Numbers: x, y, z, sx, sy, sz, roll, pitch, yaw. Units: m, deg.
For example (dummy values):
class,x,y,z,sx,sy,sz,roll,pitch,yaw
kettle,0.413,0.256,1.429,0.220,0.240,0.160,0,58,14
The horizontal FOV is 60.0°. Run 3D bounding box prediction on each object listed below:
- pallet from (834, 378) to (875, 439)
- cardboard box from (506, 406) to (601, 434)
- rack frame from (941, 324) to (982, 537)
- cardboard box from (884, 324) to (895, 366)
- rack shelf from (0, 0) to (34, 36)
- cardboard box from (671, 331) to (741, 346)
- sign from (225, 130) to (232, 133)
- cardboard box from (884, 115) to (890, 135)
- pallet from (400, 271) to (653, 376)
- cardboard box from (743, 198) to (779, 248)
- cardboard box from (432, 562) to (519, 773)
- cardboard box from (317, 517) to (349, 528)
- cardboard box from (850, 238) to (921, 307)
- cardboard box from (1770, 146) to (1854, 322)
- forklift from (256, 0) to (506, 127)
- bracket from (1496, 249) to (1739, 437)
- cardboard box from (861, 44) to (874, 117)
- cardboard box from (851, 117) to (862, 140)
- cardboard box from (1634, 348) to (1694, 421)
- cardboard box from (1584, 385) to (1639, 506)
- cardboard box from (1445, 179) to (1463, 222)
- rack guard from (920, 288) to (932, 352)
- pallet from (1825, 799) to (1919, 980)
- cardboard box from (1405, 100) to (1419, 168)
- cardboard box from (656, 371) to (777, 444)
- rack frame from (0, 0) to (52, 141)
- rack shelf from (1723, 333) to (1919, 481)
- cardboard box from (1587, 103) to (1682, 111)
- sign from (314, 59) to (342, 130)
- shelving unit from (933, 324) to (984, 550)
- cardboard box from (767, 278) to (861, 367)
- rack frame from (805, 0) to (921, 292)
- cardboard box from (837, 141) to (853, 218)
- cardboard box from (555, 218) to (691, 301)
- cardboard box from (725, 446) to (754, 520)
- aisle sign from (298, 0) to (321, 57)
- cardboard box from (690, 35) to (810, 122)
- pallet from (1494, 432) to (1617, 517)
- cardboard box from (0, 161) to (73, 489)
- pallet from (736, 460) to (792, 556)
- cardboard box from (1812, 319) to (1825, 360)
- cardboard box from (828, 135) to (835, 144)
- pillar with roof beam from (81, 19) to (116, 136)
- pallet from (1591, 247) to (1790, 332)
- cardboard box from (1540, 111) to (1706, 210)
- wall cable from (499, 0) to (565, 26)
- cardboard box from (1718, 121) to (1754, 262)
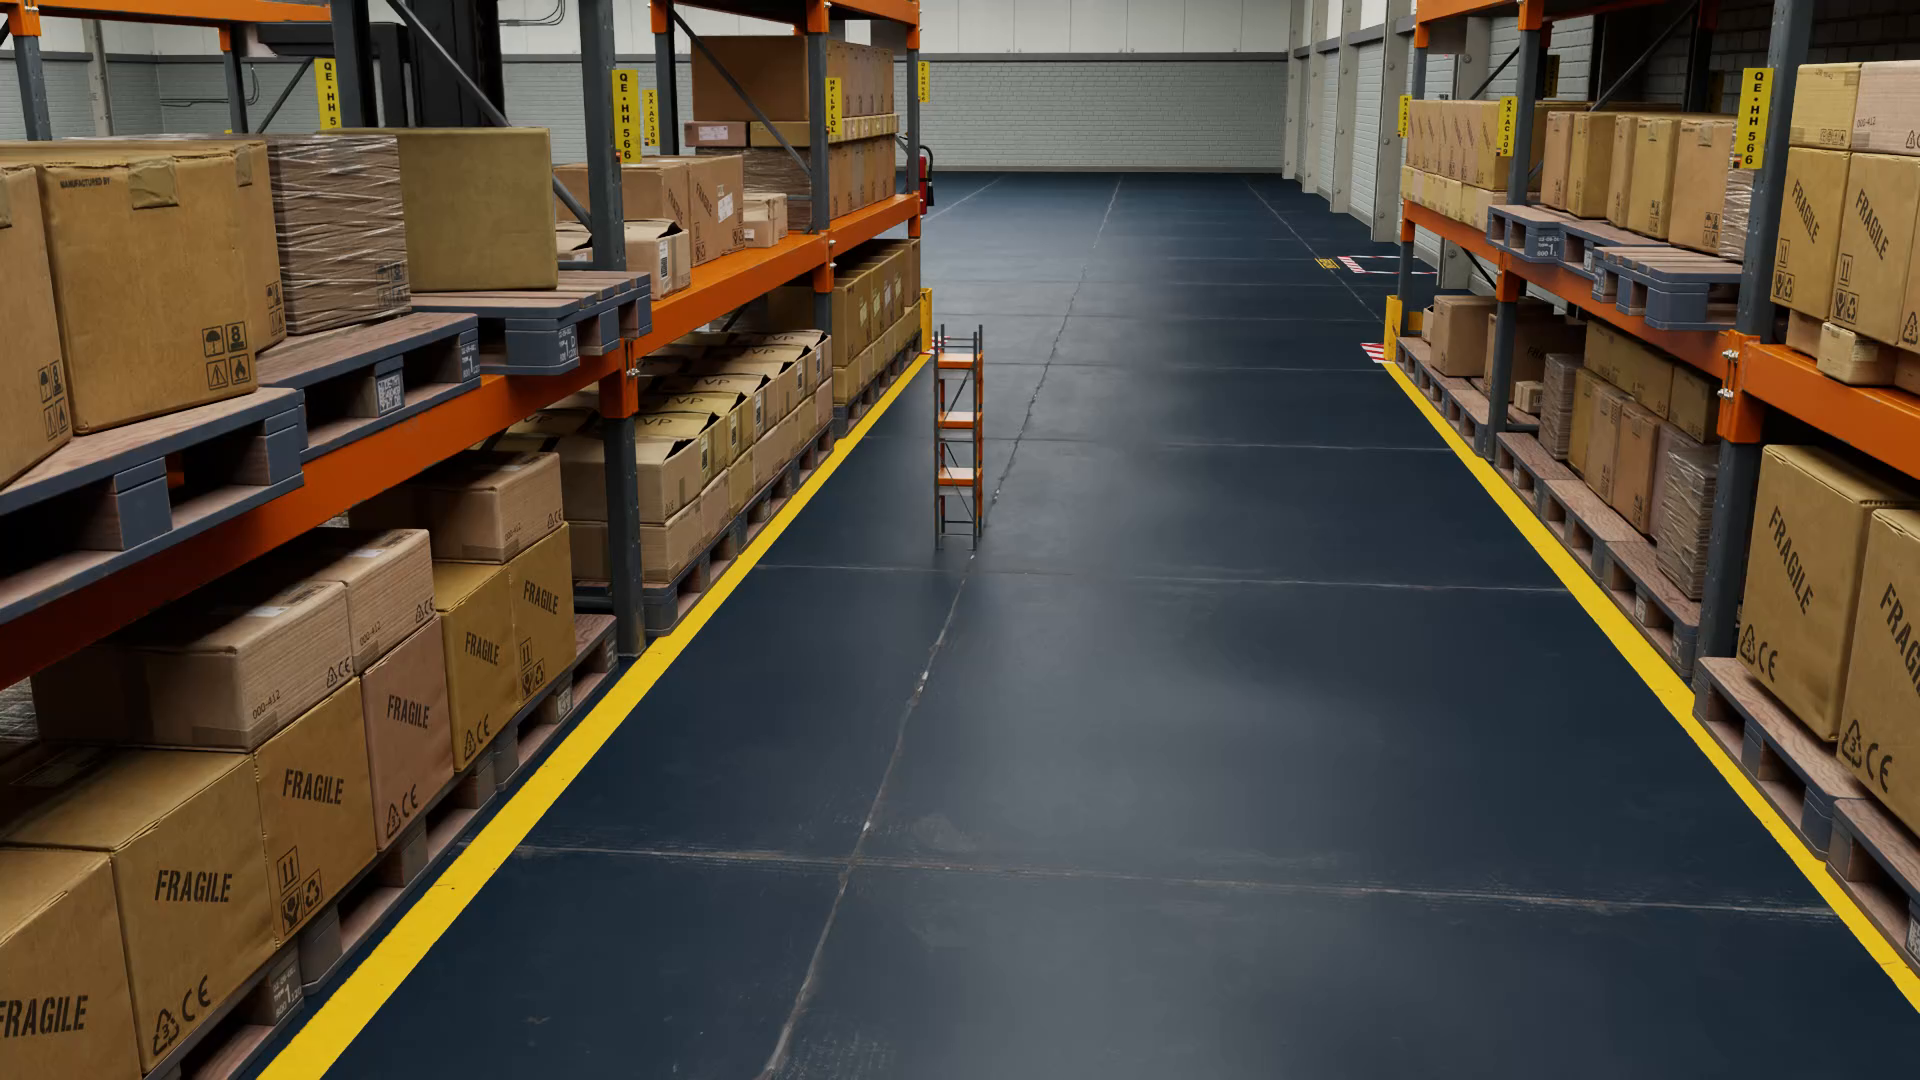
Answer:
class,x,y,z,sx,sy,sz,roll,pitch,yaw
pallet,-1.157,-0.909,11.120,1.003,0.211,1.213,2,15,6
cardboard box,-1.873,-0.437,7.420,0.500,0.311,0.500,1,15,5
rack frame,0.008,-0.525,8.091,0.200,1.050,0.008,2,15,6
cardboard box,-0.761,-1.426,12.152,0.500,0.250,0.500,2,15,6
rack shelf,-6.435,-2.779,8.325,1.077,0.370,4.000,2,15,6
cardboard box,-1.582,-1.096,9.859,0.500,0.311,0.500,2,15,6
sign,-6.304,-3.385,14.405,0.100,0.325,0.005,2,15,6
cardboard box,-0.748,-3.210,12.853,0.380,0.149,0.250,1,15,5
pallet,-1.746,-0.742,5.528,1.213,0.211,1.003,2,15,6
cardboard box,-1.205,-1.752,9.152,0.396,0.266,0.258,1,15,5
cardboard box,-1.671,0.365,5.011,0.500,0.500,0.500,1,15,4
cardboard box,-2.129,0.227,5.522,0.500,0.500,0.500,1,15,4
cardboard box,-0.602,-2.177,13.494,0.500,0.500,0.500,2,15,6
cardboard box,2.874,-0.951,5.132,0.500,0.500,0.500,2,15,8
forklift,-3.488,-2.015,10.000,3.031,2.935,1.130,-1,15,-5
bracket,-11.251,-4.338,10.086,30.936,5.461,7.100,2,15,6
cardboard box,-1.018,-3.360,12.166,0.700,0.500,0.500,2,15,6
cardboard box,-0.894,-2.877,11.623,0.380,0.149,0.250,2,15,6
cardboard box,3.392,-0.703,7.526,0.500,0.250,0.500,2,15,6
cardboard box,3.461,-0.453,8.037,0.700,0.500,0.500,2,15,7
cardboard box,3.492,-2.234,10.927,0.500,0.250,0.500,2,15,6
rack guard,-0.834,-1.887,14.184,1.175,0.500,0.348,2,15,6
pallet,2.879,0.996,4.074,1.003,0.211,1.213,2,15,6
cardboard box,3.733,-3.127,12.792,0.500,0.500,0.500,2,15,6
cardboard box,-1.221,-0.688,8.349,0.500,0.311,0.500,2,15,6
rack frame,-6.210,-2.197,10.541,1.000,3.000,0.127,2,15,6
rack shelf,2.957,-0.002,3.801,1.077,0.370,4.000,2,15,6
cardboard box,3.895,-2.320,9.809,0.500,0.500,0.500,1,15,5
sign,-2.292,-1.587,6.067,0.100,0.325,0.005,2,15,6
shelving unit,-0.006,-0.493,7.974,0.215,1.050,0.252,2,15,6
cardboard box,-0.925,-1.399,10.615,0.500,0.500,0.500,2,15,6
rack frame,-0.837,-3.088,13.834,1.000,3.000,0.127,2,15,6
cardboard box,-1.131,-2.481,11.398,0.700,0.500,0.500,2,15,7
cardboard box,-1.446,-1.196,7.009,0.500,0.311,0.500,2,15,6
cardboard box,-1.280,-0.281,7.917,0.500,0.250,0.500,1,15,5
aisle sign,-5.455,-4.499,14.075,0.394,0.787,0.004,2,15,6
cardboard box,-1.245,-2.840,10.242,0.700,0.500,0.500,2,15,7
pallet,3.548,-0.357,9.079,1.003,0.211,1.213,2,15,6
cardboard box,-1.915,-0.343,2.686,0.700,0.500,0.500,-3,16,-13
pallet,-1.468,-0.195,8.477,1.003,0.211,1.213,2,15,6
cardboard box,2.878,-0.613,5.124,0.380,0.149,0.250,2,15,7
cardboard box,-1.010,-2.608,10.625,0.380,0.149,0.250,1,15,5
pillar with roof beam,-18.770,-14.213,43.487,9.100,9.000,0.400,2,15,6
pallet,3.157,-0.963,6.345,1.213,0.211,1.003,2,15,6
cardboard box,3.543,-2.035,8.907,0.700,0.500,0.500,2,15,6
wall cable,-11.970,-16.423,45.144,2.305,6.003,0.169,2,15,6
cardboard box,3.226,-1.251,6.006,0.700,0.500,0.500,0,15,0
